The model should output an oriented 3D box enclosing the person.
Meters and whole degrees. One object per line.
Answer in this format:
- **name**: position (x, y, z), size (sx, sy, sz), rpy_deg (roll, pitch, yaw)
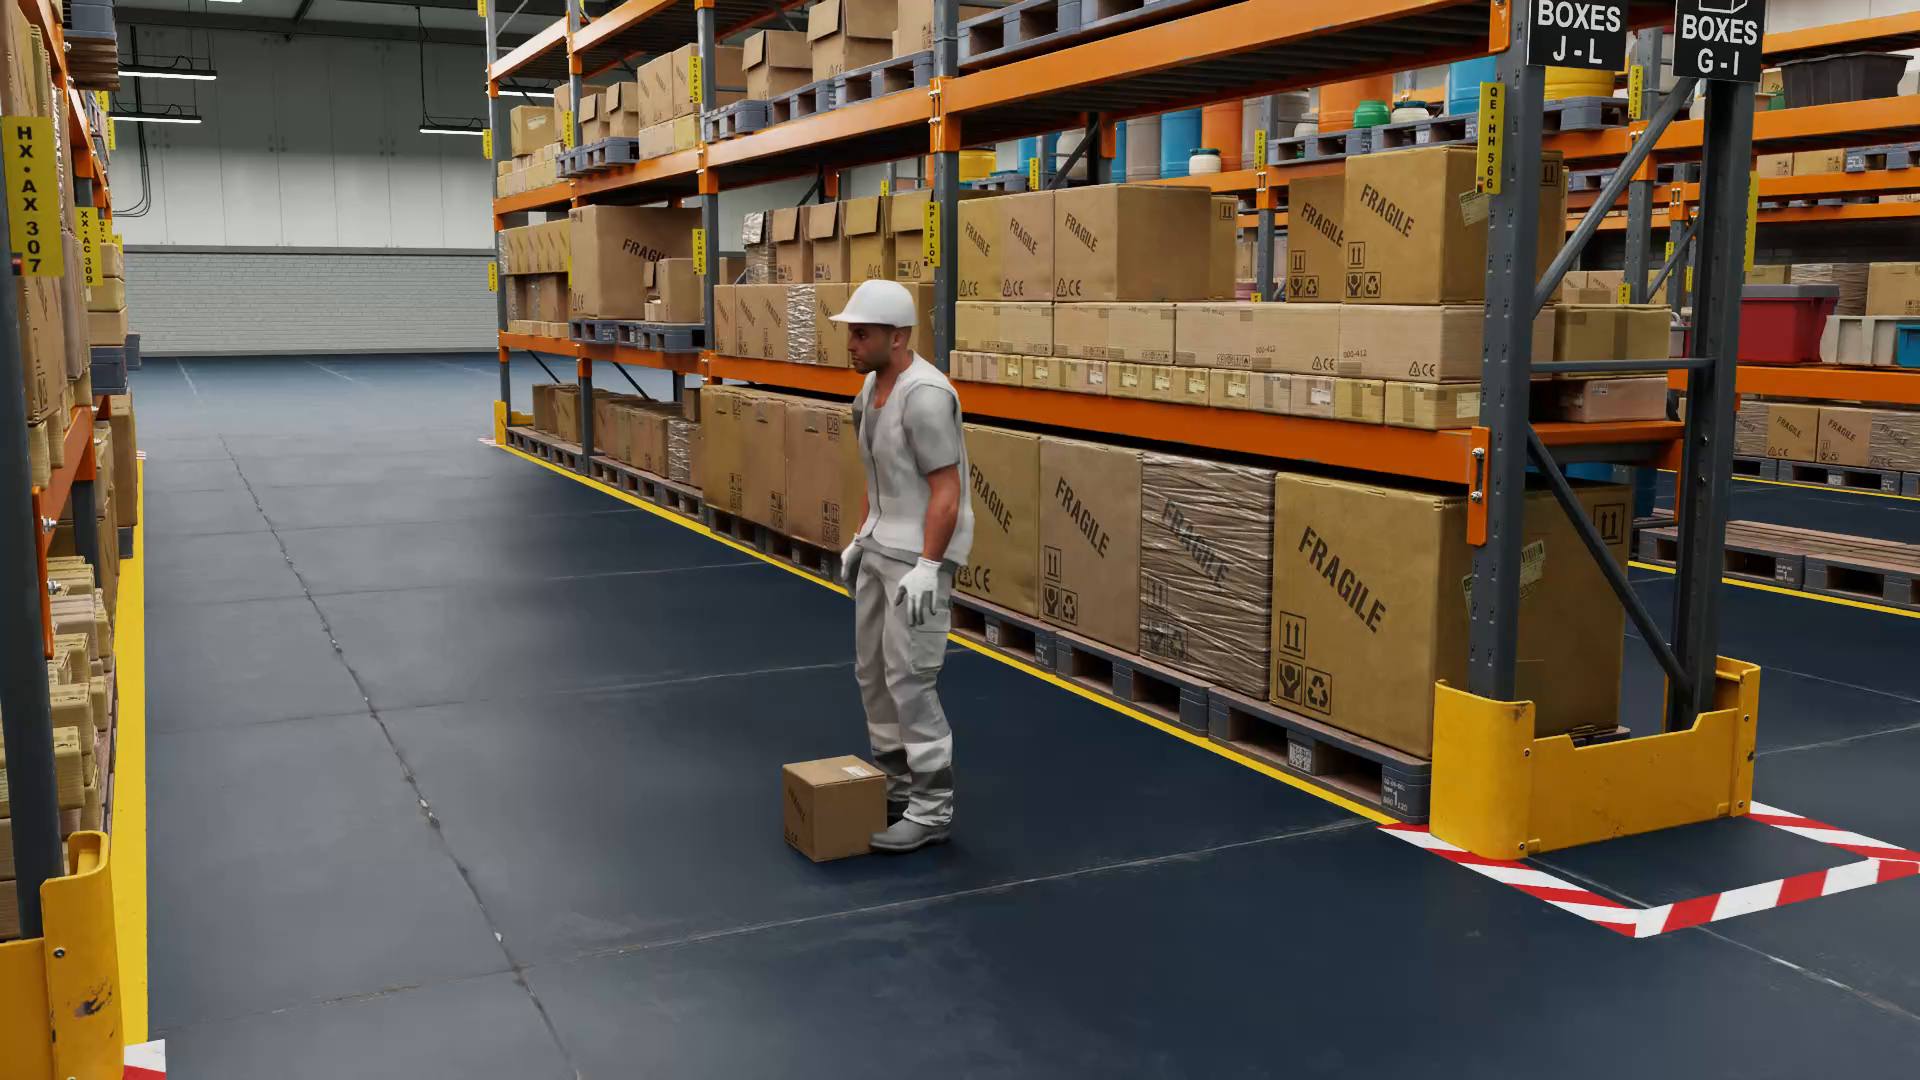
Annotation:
- **person**: position (-0.201, 0.076, 5.270), size (0.448, 1.780, 0.608), rpy_deg (-4, 9, -26)
